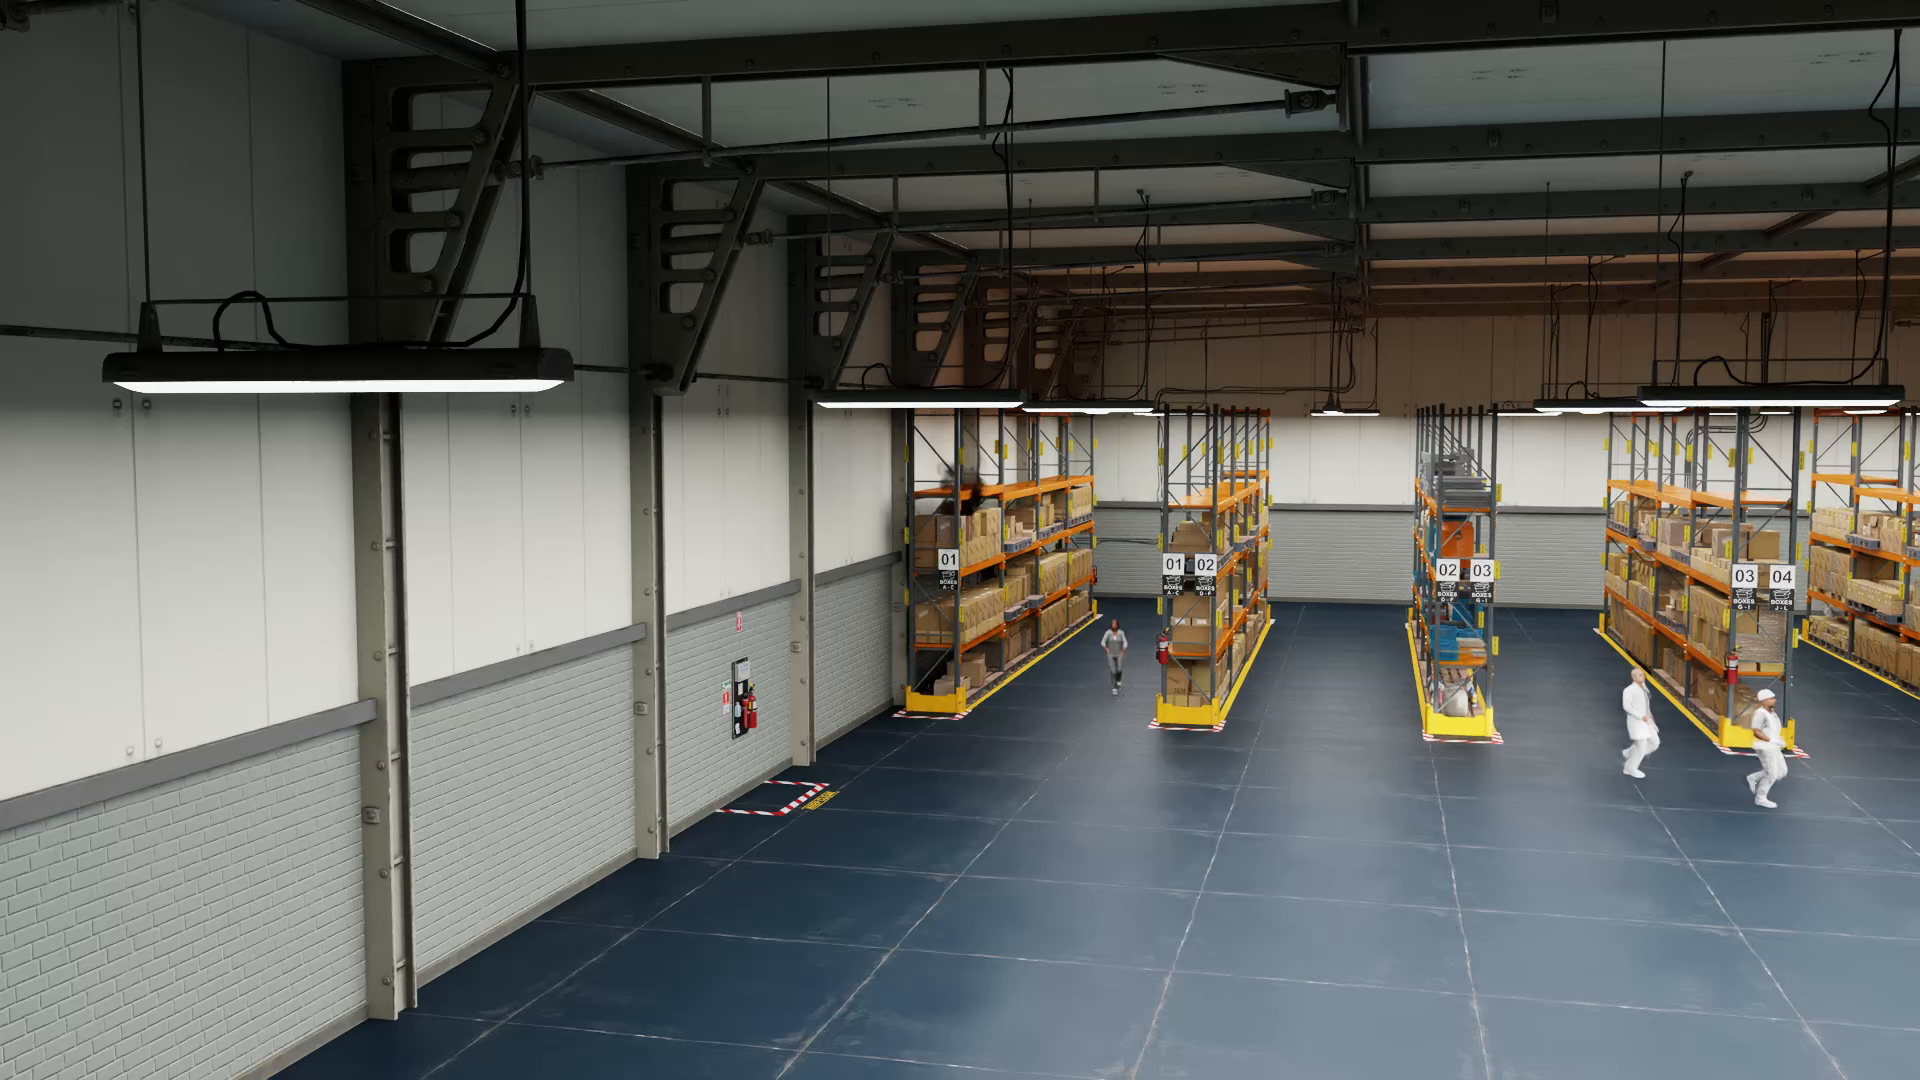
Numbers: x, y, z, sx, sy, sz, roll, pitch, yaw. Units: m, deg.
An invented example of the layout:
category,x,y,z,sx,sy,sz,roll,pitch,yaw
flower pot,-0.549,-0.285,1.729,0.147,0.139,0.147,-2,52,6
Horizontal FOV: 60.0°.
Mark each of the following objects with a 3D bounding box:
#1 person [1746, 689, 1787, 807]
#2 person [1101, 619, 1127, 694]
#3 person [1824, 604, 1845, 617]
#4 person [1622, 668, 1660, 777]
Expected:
category,x,y,z,sx,sy,sz,roll,pitch,yaw
person,11.921,3.071,24.576,0.597,1.734,0.685,4,6,42
person,3.208,2.425,34.608,0.543,1.567,0.530,0,4,4
person,23.335,1.605,44.225,0.876,1.844,0.642,-1,4,-8
person,10.882,2.926,26.623,0.718,1.728,0.568,-4,6,-41
